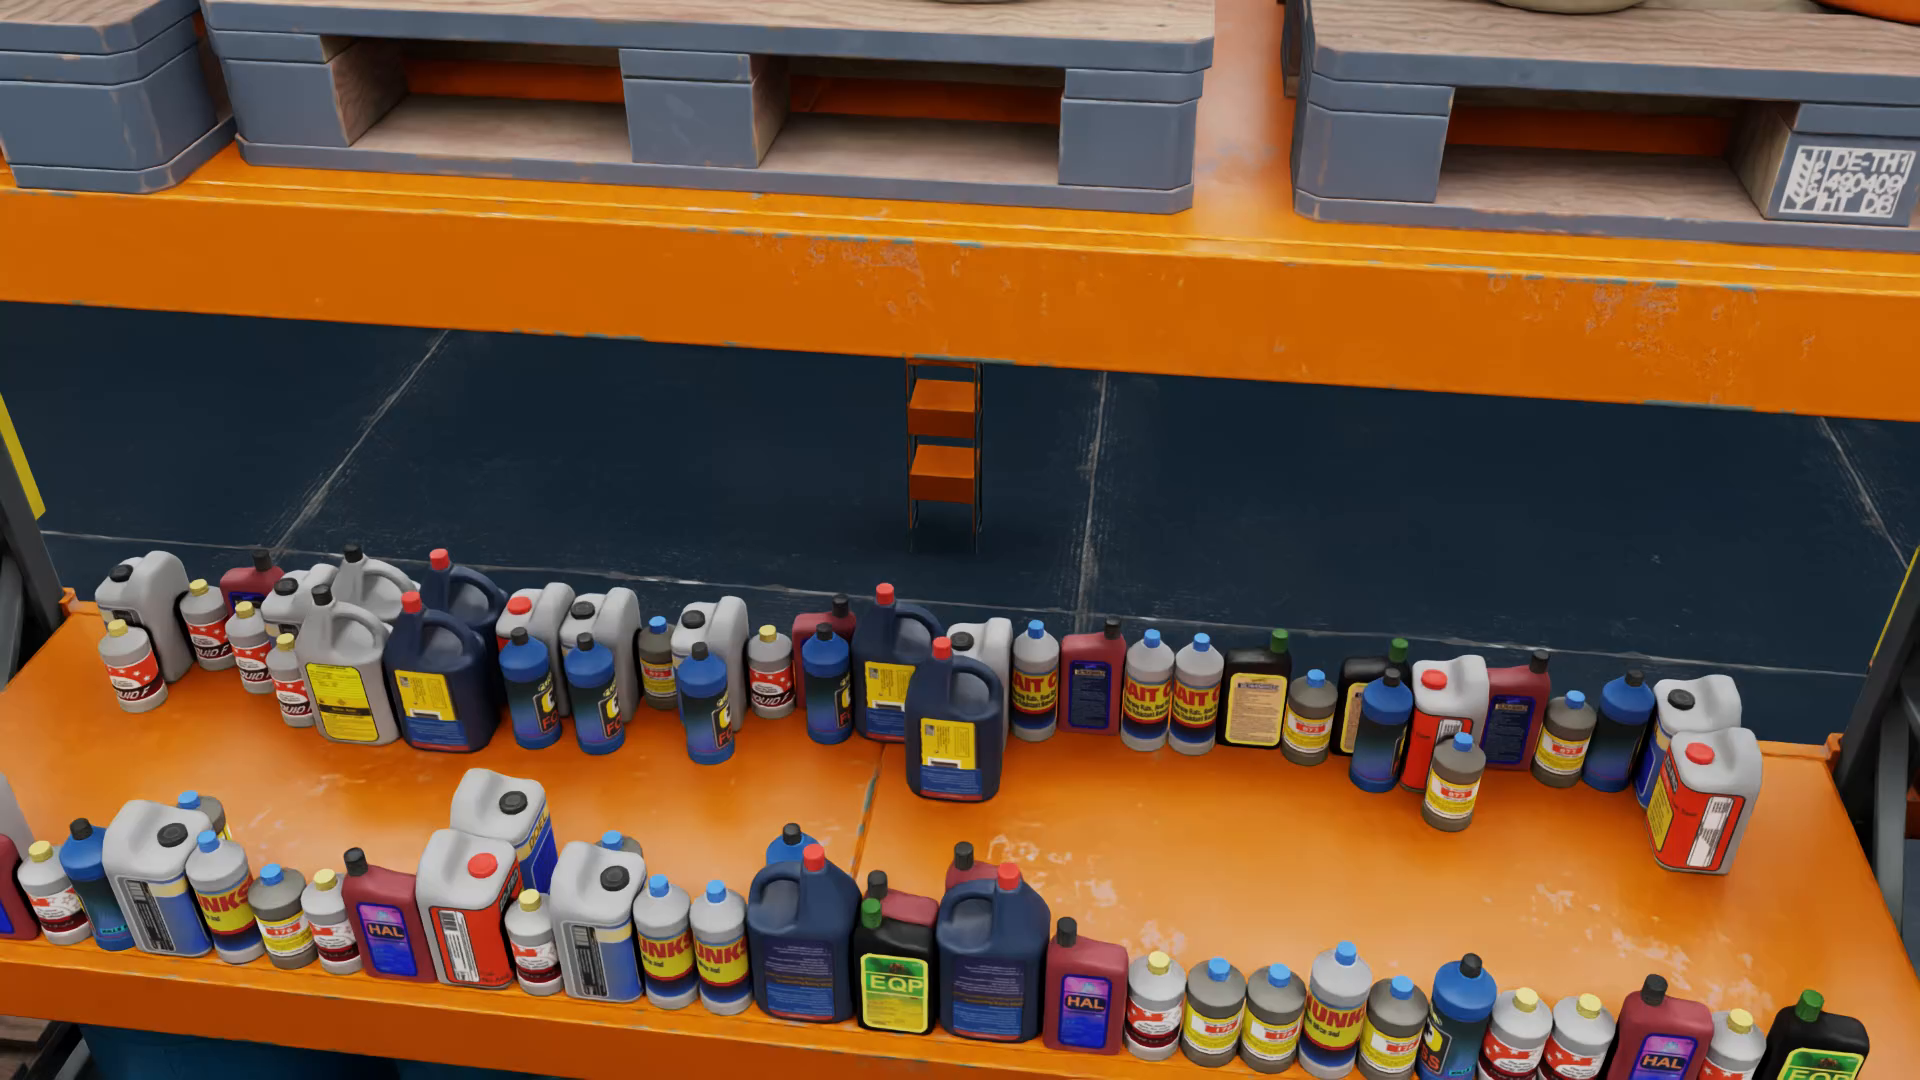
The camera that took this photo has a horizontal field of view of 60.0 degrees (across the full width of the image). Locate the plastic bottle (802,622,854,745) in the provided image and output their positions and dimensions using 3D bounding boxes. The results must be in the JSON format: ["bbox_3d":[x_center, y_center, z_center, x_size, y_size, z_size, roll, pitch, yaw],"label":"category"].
[{"bbox_3d":[-0.270,0.283,3.382,0.097,0.271,0.097,0,36,0],"label":"plastic bottle"}]

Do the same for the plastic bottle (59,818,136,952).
[{"bbox_3d":[-1.516,0.599,2.939,0.097,0.271,0.097,0,36,0],"label":"plastic bottle"}]

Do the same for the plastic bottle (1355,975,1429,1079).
[{"bbox_3d":[0.710,0.794,2.727,0.097,0.201,0.097,0,36,0],"label":"plastic bottle"}]

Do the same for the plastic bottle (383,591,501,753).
[{"bbox_3d":[-1.052,0.255,3.353,0.185,0.351,0.144,4,36,6],"label":"plastic bottle"}]

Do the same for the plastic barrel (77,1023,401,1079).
[{"bbox_3d":[-1.633,0.992,3.723,0.708,0.901,0.600,4,36,6],"label":"plastic barrel"}]

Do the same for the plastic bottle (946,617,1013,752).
[{"bbox_3d":[0.033,0.284,3.376,0.135,0.276,0.152,4,36,6],"label":"plastic bottle"}]

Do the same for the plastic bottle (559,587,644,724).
[{"bbox_3d":[-0.743,0.226,3.458,0.135,0.276,0.152,4,36,6],"label":"plastic bottle"}]

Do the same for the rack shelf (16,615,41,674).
[{"bbox_3d":[-4.155,0.403,3.722,4.000,0.370,1.077,4,36,6],"label":"rack shelf"}]

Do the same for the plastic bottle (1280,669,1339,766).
[{"bbox_3d":[0.706,0.349,3.350,0.097,0.201,0.097,0,36,0],"label":"plastic bottle"}]

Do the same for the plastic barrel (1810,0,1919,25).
[{"bbox_3d":[1.234,-1.056,1.834,0.708,0.830,0.600,4,36,6],"label":"plastic barrel"}]

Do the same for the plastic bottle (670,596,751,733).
[{"bbox_3d":[-0.513,0.243,3.434,0.135,0.276,0.152,4,36,6],"label":"plastic bottle"}]

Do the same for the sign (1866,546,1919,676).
[{"bbox_3d":[1.860,0.171,3.288,0.005,0.325,0.100,4,36,6],"label":"sign"}]

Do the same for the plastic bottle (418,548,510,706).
[{"bbox_3d":[-1.034,0.172,3.470,0.185,0.351,0.144,4,36,6],"label":"plastic bottle"}]

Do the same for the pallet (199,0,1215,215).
[{"bbox_3d":[-0.256,-0.802,2.371,1.213,0.211,1.003,4,36,6],"label":"pallet"}]

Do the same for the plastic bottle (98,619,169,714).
[{"bbox_3d":[-1.736,0.256,3.481,0.097,0.201,0.097,0,36,0],"label":"plastic bottle"}]

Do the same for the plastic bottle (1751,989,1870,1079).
[{"bbox_3d":[1.341,0.818,2.622,0.133,0.283,0.061,4,36,6],"label":"plastic bottle"}]

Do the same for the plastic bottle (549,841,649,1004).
[{"bbox_3d":[-0.612,0.649,2.866,0.135,0.276,0.152,4,36,6],"label":"plastic bottle"}]

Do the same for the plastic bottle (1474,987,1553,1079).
[{"bbox_3d":[0.904,0.808,2.707,0.097,0.201,0.097,0,36,0],"label":"plastic bottle"}]

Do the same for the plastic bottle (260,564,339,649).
[{"bbox_3d":[-1.376,0.179,3.524,0.135,0.276,0.152,4,36,6],"label":"plastic bottle"}]

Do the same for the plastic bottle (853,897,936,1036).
[{"bbox_3d":[-0.108,0.710,2.774,0.133,0.283,0.061,4,36,6],"label":"plastic bottle"}]

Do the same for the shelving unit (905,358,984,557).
[{"bbox_3d":[-0.053,-0.431,5.951,0.252,1.050,0.215,4,36,6],"label":"shelving unit"}]

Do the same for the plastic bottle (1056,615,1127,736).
[{"bbox_3d":[0.268,0.272,3.387,0.133,0.283,0.061,4,36,6],"label":"plastic bottle"}]

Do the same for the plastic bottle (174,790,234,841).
[{"bbox_3d":[-1.400,0.547,3.072,0.097,0.201,0.097,0,36,0],"label":"plastic bottle"}]

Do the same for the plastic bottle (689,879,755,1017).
[{"bbox_3d":[-0.404,0.682,2.823,0.097,0.271,0.097,0,36,0],"label":"plastic bottle"}]

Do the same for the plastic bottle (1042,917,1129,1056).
[{"bbox_3d":[0.207,0.733,2.741,0.133,0.283,0.061,4,36,6],"label":"plastic bottle"}]

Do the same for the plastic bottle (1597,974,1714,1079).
[{"bbox_3d":[1.112,0.801,2.646,0.133,0.283,0.061,4,36,6],"label":"plastic bottle"}]

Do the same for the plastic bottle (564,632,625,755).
[{"bbox_3d":[-0.740,0.301,3.356,0.097,0.271,0.097,0,36,0],"label":"plastic bottle"}]

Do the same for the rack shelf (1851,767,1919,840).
[{"bbox_3d":[3.780,0.995,2.892,4.000,0.370,1.077,4,36,6],"label":"rack shelf"}]

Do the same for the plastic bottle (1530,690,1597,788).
[{"bbox_3d":[1.201,0.386,3.299,0.097,0.201,0.097,0,36,0],"label":"plastic bottle"}]

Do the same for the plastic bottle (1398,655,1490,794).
[{"bbox_3d":[0.950,0.353,3.281,0.135,0.276,0.152,4,36,6],"label":"plastic bottle"}]

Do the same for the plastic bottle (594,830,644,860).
[{"bbox_3d":[-0.614,0.606,2.990,0.097,0.201,0.097,0,36,0],"label":"plastic bottle"}]

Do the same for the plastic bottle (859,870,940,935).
[{"bbox_3d":[-0.100,0.675,2.823,0.133,0.283,0.061,4,36,6],"label":"plastic bottle"}]

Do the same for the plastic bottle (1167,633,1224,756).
[{"bbox_3d":[0.477,0.303,3.354,0.097,0.271,0.097,0,36,0],"label":"plastic bottle"}]

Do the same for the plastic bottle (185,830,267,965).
[{"bbox_3d":[-1.286,0.616,2.915,0.097,0.271,0.097,0,36,0],"label":"plastic bottle"}]

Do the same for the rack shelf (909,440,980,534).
[{"bbox_3d":[-0.053,-0.196,6.118,0.240,0.259,0.215,4,36,6],"label":"rack shelf"}]

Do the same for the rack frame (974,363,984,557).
[{"bbox_3d":[0.068,-0.422,5.938,0.008,1.050,0.200,4,36,6],"label":"rack frame"}]

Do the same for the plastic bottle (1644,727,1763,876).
[{"bbox_3d":[1.389,0.474,3.110,0.135,0.276,0.152,4,36,6],"label":"plastic bottle"}]

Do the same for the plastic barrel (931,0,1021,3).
[{"bbox_3d":[0.019,-0.937,1.920,0.433,0.535,0.433,0,36,0],"label":"plastic barrel"}]

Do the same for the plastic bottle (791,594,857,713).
[{"bbox_3d":[-0.277,0.231,3.444,0.133,0.283,0.061,4,36,6],"label":"plastic bottle"}]

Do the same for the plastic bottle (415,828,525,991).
[{"bbox_3d":[-0.842,0.631,2.890,0.135,0.276,0.152,4,36,6],"label":"plastic bottle"}]

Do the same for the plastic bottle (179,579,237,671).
[{"bbox_3d":[-1.620,0.175,3.593,0.097,0.201,0.097,0,36,0],"label":"plastic bottle"}]

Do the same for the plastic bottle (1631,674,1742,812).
[{"bbox_3d":[1.409,0.387,3.233,0.135,0.276,0.152,4,36,6],"label":"plastic bottle"}]

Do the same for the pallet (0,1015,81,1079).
[{"bbox_3d":[-2.905,1.362,4.160,1.213,0.211,1.003,4,36,6],"label":"pallet"}]

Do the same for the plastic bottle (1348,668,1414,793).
[{"bbox_3d":[0.830,0.365,3.267,0.097,0.271,0.097,0,36,0],"label":"plastic bottle"}]

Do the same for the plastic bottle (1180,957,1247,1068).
[{"bbox_3d":[0.421,0.772,2.757,0.097,0.201,0.097,0,36,0],"label":"plastic bottle"}]

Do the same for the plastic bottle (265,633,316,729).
[{"bbox_3d":[-1.374,0.283,3.443,0.097,0.201,0.097,0,36,0],"label":"plastic bottle"}]

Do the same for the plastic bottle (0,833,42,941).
[{"bbox_3d":[-1.729,0.589,2.943,0.133,0.283,0.061,4,36,6],"label":"plastic bottle"}]

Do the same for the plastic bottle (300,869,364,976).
[{"bbox_3d":[-1.093,0.659,2.915,0.097,0.201,0.097,0,36,0],"label":"plastic bottle"}]
